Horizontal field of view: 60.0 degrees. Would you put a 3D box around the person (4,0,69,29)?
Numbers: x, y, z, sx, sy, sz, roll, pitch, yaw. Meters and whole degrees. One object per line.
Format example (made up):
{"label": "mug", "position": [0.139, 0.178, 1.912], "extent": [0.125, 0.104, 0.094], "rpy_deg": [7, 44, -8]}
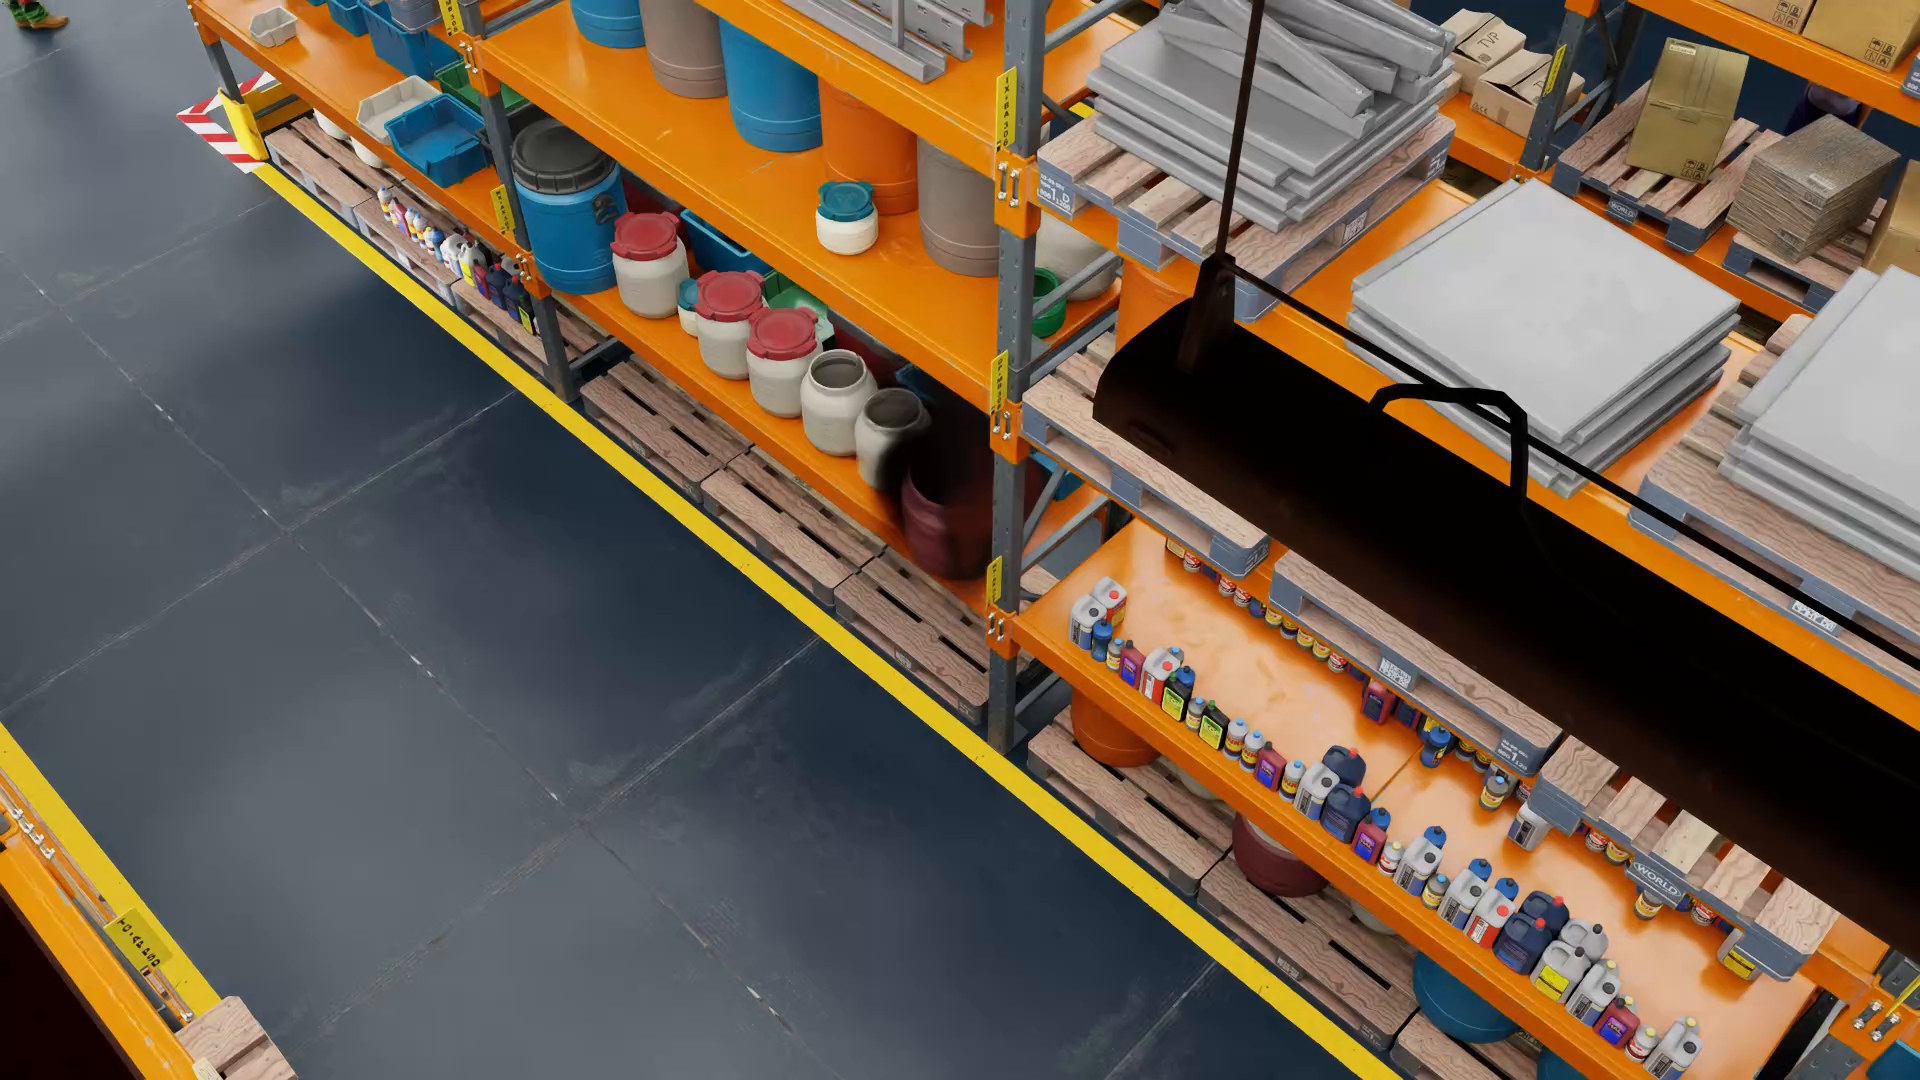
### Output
{"label": "person", "position": [-7.788, -4.974, 13.390], "extent": [0.600, 1.804, 0.372], "rpy_deg": [34, 58, 25]}

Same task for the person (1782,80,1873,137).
{"label": "person", "position": [6.125, -2.972, 11.811], "extent": [0.518, 1.648, 0.521], "rpy_deg": [29, 56, 22]}
